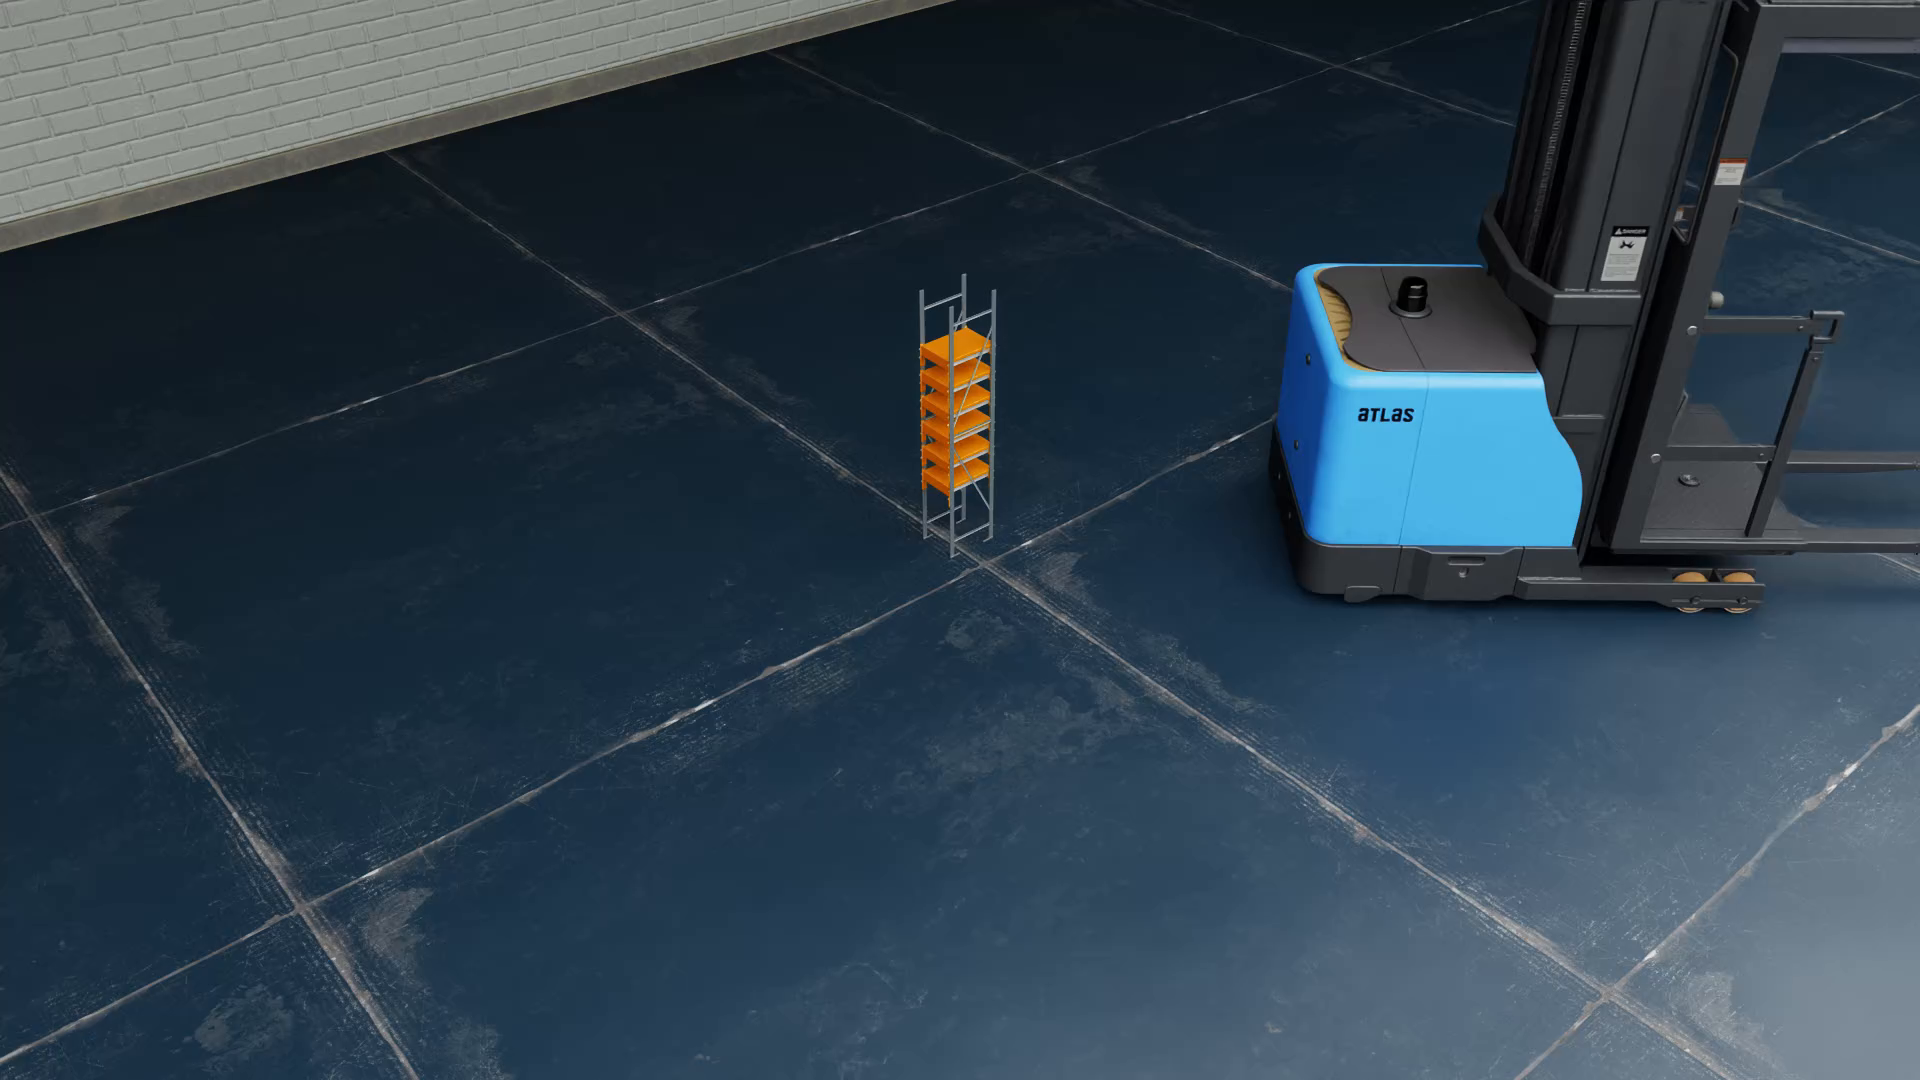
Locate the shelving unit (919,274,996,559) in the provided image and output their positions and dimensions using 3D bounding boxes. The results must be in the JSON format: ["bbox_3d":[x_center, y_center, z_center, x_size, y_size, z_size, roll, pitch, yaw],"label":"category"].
[{"bbox_3d":[-0.009,-0.496,6.912,0.258,1.200,0.189,-26,43,-32],"label":"shelving unit"}]

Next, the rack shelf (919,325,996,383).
[{"bbox_3d":[-0.009,-0.754,6.730,0.258,0.103,0.180,-26,43,-32],"label":"rack shelf"}]

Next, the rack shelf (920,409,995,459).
[{"bbox_3d":[-0.009,-0.460,6.938,0.258,0.103,0.180,-26,43,-32],"label":"rack shelf"}]

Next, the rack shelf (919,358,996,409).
[{"bbox_3d":[-0.009,-0.656,6.799,0.258,0.103,0.180,-26,43,-32],"label":"rack shelf"}]

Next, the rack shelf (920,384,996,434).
[{"bbox_3d":[-0.009,-0.558,6.869,0.258,0.103,0.180,-26,43,-32],"label":"rack shelf"}]

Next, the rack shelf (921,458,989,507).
[{"bbox_3d":[-0.009,-0.264,7.077,0.258,0.103,0.180,-26,43,-32],"label":"rack shelf"}]

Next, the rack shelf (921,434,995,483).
[{"bbox_3d":[-0.009,-0.362,7.007,0.258,0.103,0.180,-26,43,-32],"label":"rack shelf"}]

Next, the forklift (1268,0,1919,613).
[{"bbox_3d":[2.914,-1.208,6.420,3.031,2.935,1.130,0,35,1],"label":"forklift"}]

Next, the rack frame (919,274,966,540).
[{"bbox_3d":[-0.068,-0.536,6.969,0.240,1.200,0.006,-26,43,-32],"label":"rack frame"}]

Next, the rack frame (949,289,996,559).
[{"bbox_3d":[0.050,-0.456,6.855,0.240,1.200,0.006,-26,43,-32],"label":"rack frame"}]
